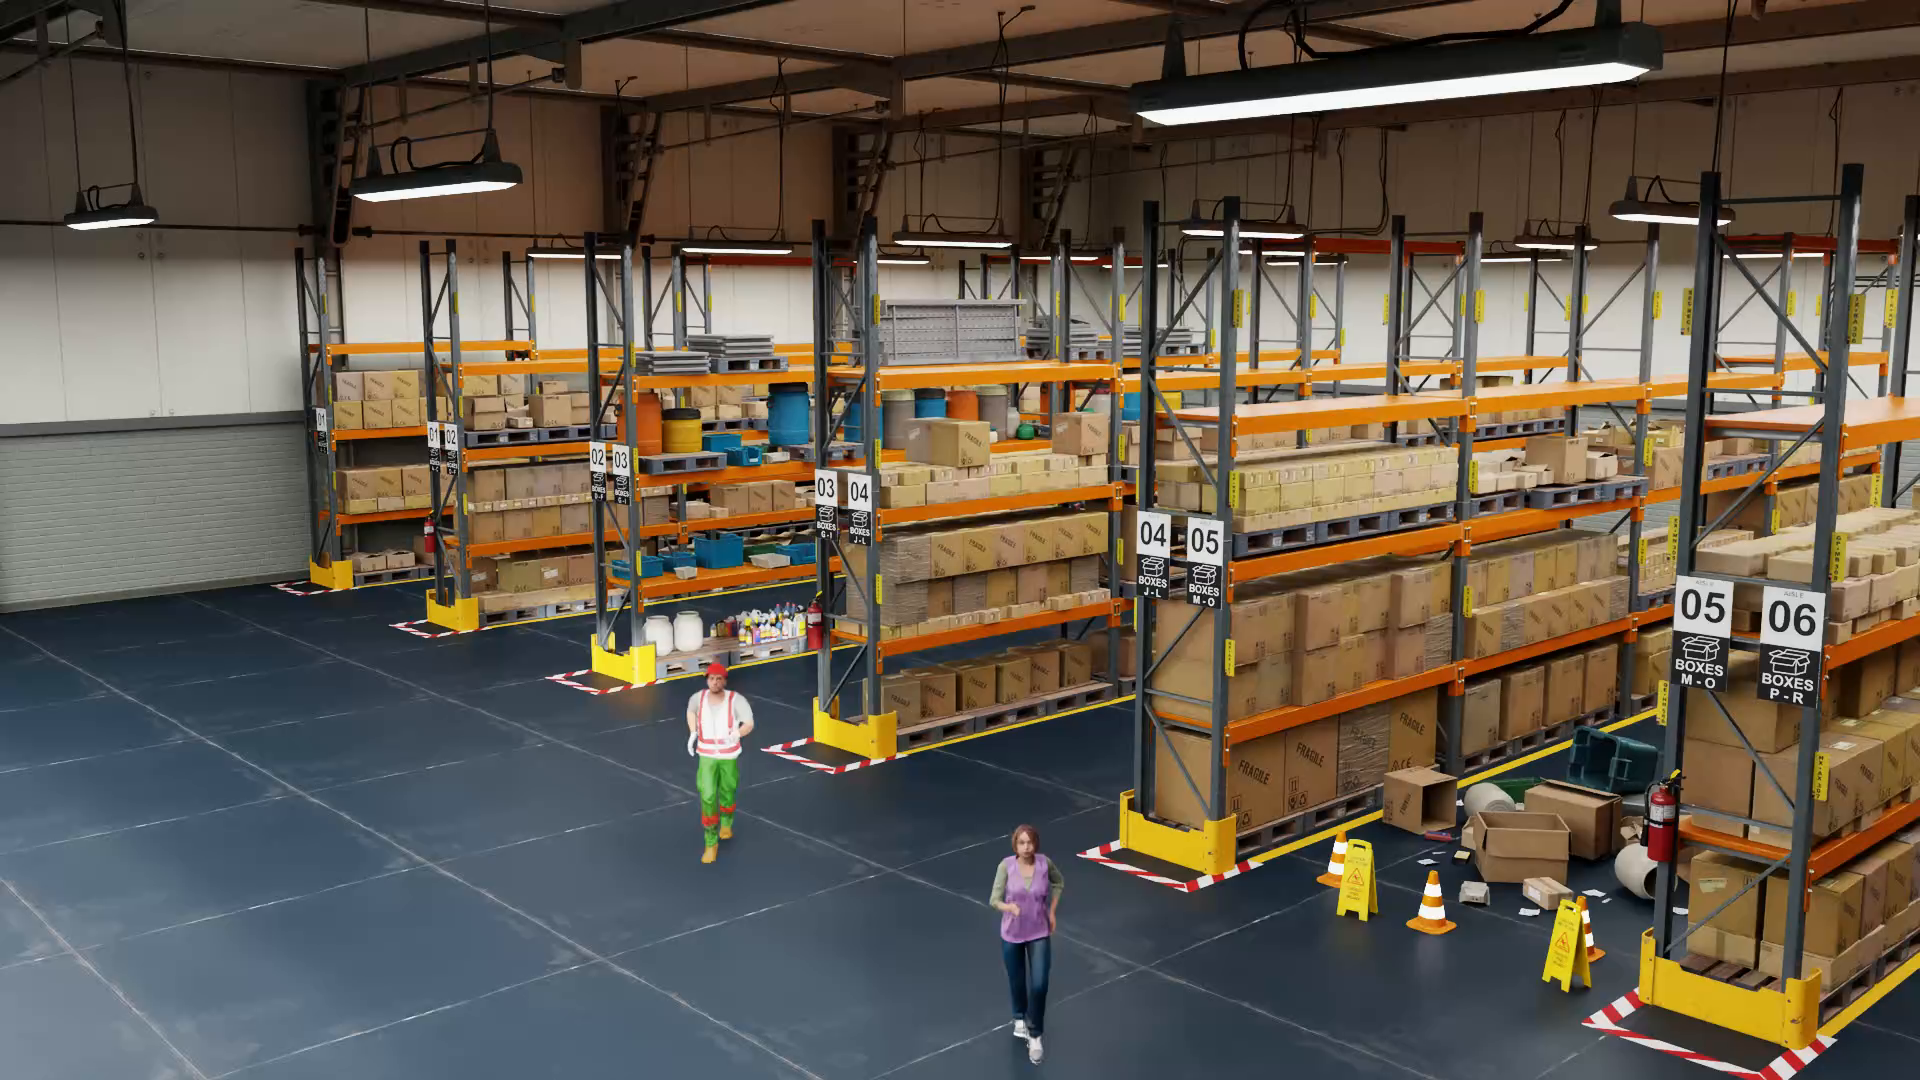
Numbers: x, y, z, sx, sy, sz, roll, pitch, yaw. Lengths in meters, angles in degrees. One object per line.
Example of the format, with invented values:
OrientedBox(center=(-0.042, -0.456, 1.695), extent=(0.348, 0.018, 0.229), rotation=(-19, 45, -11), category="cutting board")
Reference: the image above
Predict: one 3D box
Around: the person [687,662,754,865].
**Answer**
OrientedBox(center=(-2.227, 2.032, 15.477), extent=(0.638, 1.841, 0.809), rotation=(-1, 8, -5), category="person")

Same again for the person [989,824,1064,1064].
OrientedBox(center=(0.456, 2.731, 11.336), extent=(0.514, 1.624, 0.660), rotation=(0, 8, 2), category="person")
